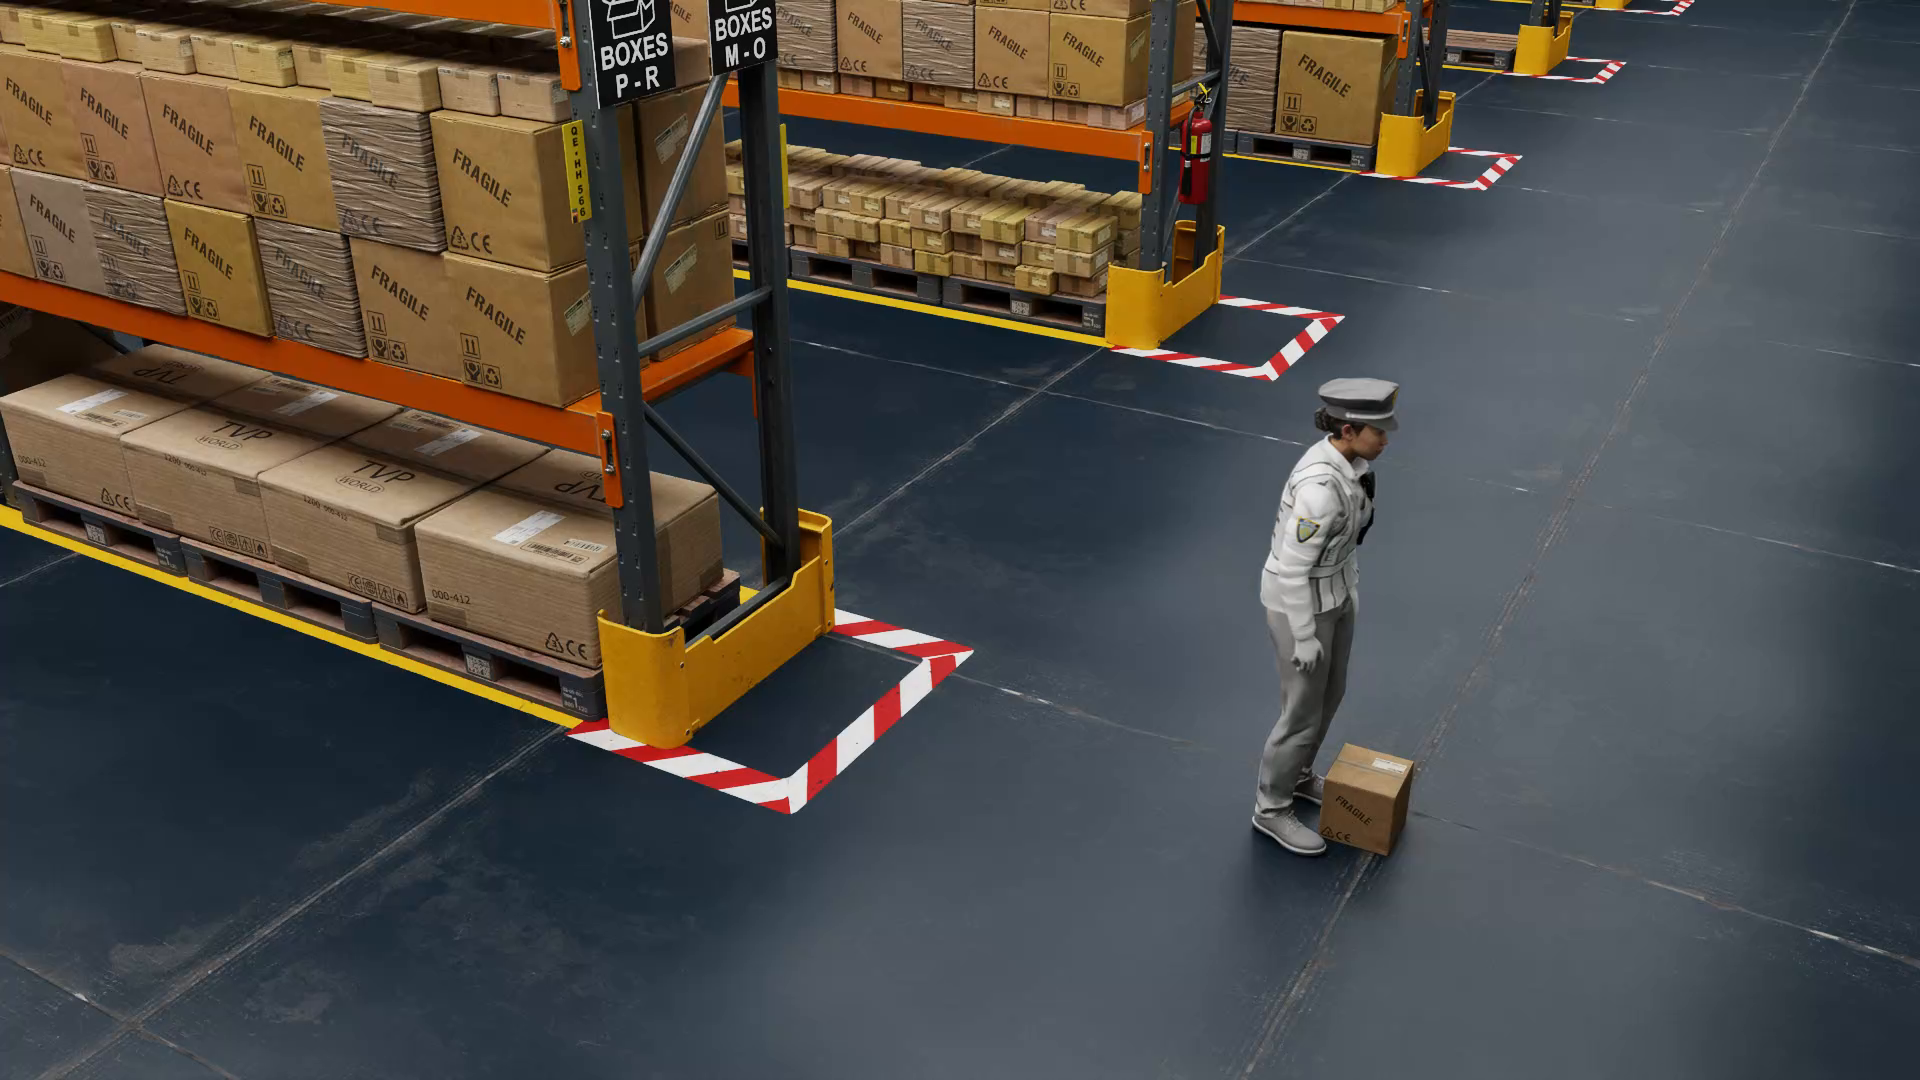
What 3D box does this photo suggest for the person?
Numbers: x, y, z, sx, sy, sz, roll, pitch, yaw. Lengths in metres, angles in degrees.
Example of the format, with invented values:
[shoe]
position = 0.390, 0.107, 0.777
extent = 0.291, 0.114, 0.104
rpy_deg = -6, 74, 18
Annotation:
[person]
position = 1.218, 0.234, 5.645
extent = 0.371, 1.663, 0.530
rpy_deg = 15, 30, 26
